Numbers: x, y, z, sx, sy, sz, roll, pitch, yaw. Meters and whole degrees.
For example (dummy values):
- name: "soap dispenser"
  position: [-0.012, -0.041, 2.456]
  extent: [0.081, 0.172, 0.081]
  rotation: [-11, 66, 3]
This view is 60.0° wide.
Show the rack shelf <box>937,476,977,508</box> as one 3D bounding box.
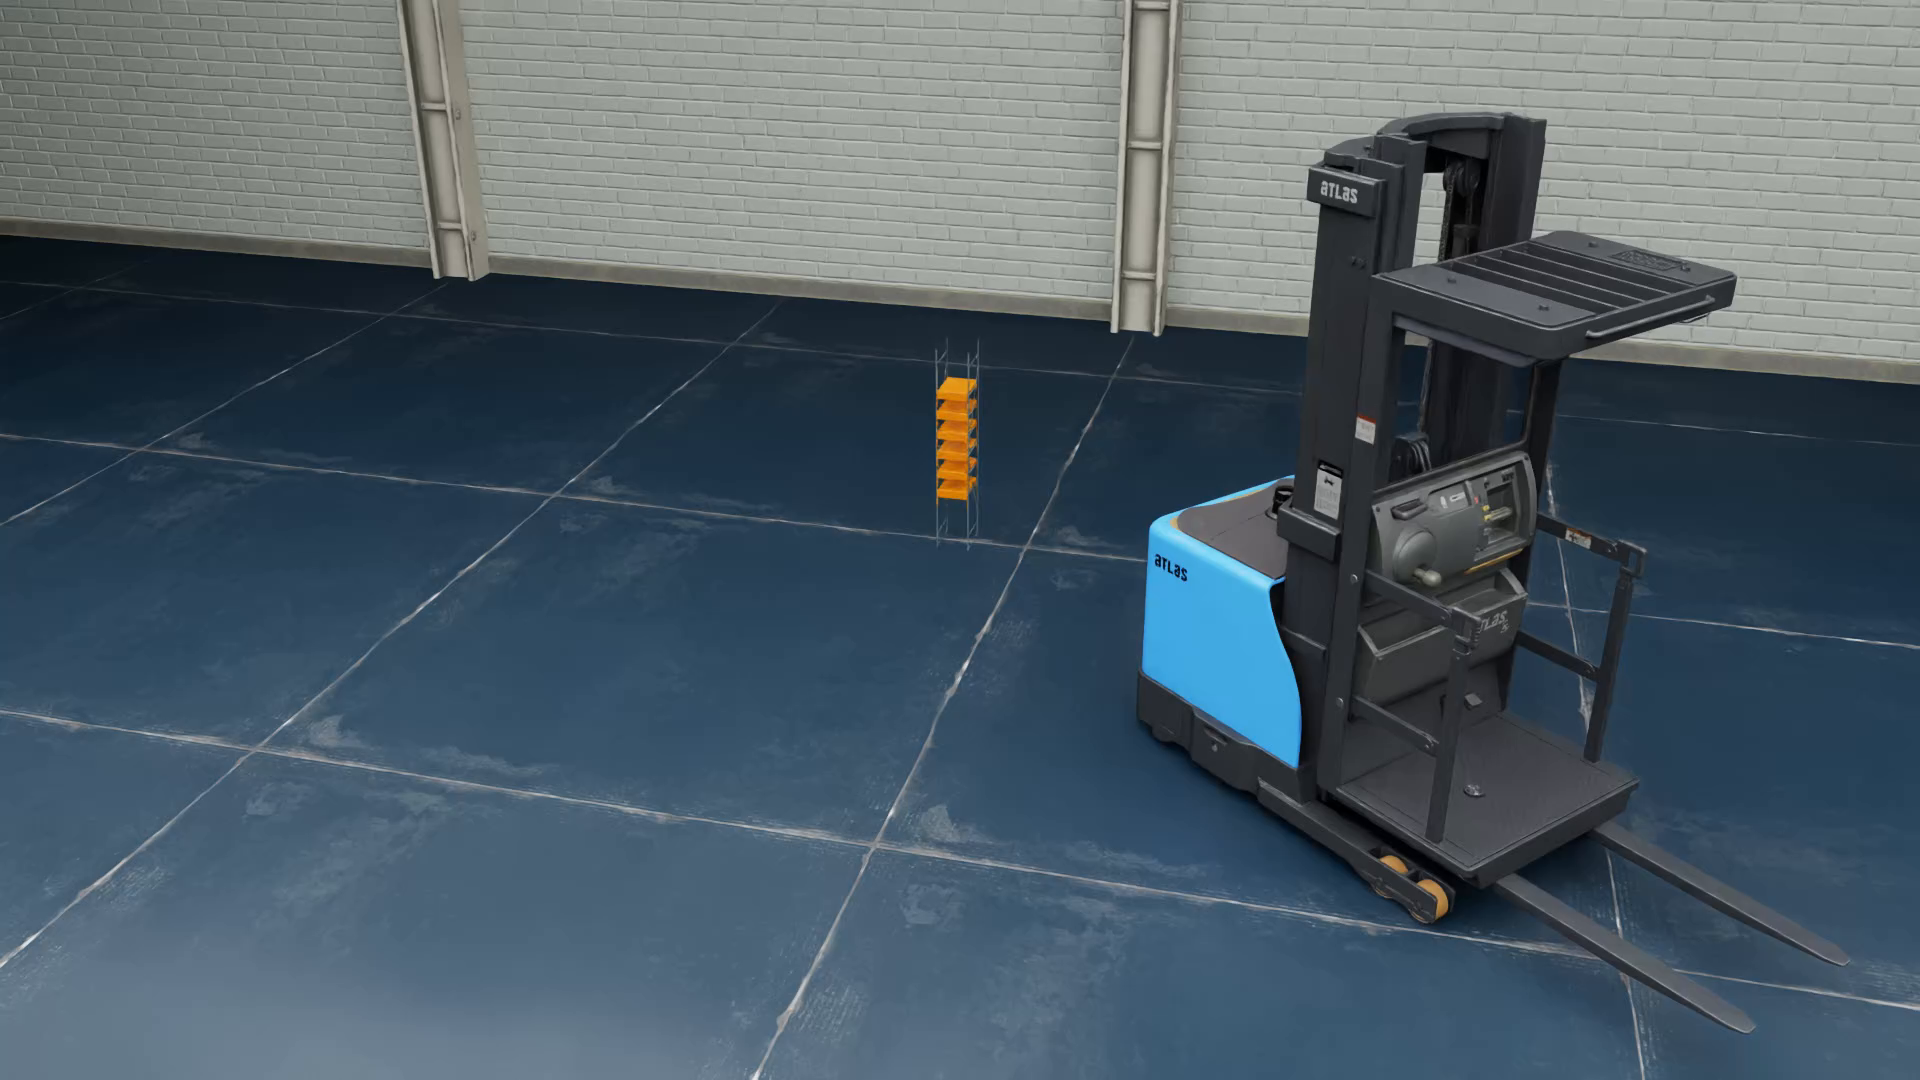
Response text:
- name: "rack shelf"
  position: [-0.014, -0.286, 9.618]
  extent: [0.180, 0.103, 0.258]
  rotation: [6, 26, 13]

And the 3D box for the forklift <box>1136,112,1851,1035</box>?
- name: "forklift"
  position: [2.092, -0.048, 6.441]
  extent: [1.130, 2.935, 3.031]
  rotation: [-17, 30, -31]

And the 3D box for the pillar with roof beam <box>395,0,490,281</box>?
- name: "pillar with roof beam"
  position: [-5.457, -4.609, 8.962]
  extent: [0.400, 9.000, 9.100]
  rotation: [6, 26, 13]

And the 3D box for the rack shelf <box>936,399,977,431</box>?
- name: "rack shelf"
  position: [-0.014, -0.720, 9.411]
  extent: [0.180, 0.103, 0.258]
  rotation: [6, 26, 13]

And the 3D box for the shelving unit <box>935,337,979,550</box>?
- name: "shelving unit"
  position: [-0.014, -0.543, 9.495]
  extent: [0.189, 1.200, 0.258]
  rotation: [6, 26, 13]

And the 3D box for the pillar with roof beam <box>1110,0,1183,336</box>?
- name: "pillar with roof beam"
  position: [0.353, -3.967, 7.613]
  extent: [0.400, 9.000, 9.100]
  rotation: [6, 26, 13]

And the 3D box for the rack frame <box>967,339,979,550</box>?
- name: "rack frame"
  position: [0.075, -0.533, 9.475]
  extent: [0.006, 1.200, 0.240]
  rotation: [6, 26, 13]

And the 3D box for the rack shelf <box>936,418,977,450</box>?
- name: "rack shelf"
  position: [-0.014, -0.612, 9.463]
  extent: [0.180, 0.103, 0.258]
  rotation: [6, 26, 13]

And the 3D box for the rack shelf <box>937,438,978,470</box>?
- name: "rack shelf"
  position: [-0.014, -0.503, 9.514]
  extent: [0.180, 0.103, 0.258]
  rotation: [6, 26, 13]

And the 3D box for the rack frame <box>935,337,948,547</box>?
- name: "rack frame"
  position: [-0.103, -0.553, 9.516]
  extent: [0.006, 1.200, 0.240]
  rotation: [6, 26, 13]

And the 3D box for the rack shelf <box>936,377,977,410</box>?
- name: "rack shelf"
  position: [-0.014, -0.828, 9.360]
  extent: [0.180, 0.103, 0.258]
  rotation: [6, 26, 13]

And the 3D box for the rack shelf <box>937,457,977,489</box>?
- name: "rack shelf"
  position: [-0.014, -0.395, 9.566]
  extent: [0.180, 0.103, 0.258]
  rotation: [6, 26, 13]
